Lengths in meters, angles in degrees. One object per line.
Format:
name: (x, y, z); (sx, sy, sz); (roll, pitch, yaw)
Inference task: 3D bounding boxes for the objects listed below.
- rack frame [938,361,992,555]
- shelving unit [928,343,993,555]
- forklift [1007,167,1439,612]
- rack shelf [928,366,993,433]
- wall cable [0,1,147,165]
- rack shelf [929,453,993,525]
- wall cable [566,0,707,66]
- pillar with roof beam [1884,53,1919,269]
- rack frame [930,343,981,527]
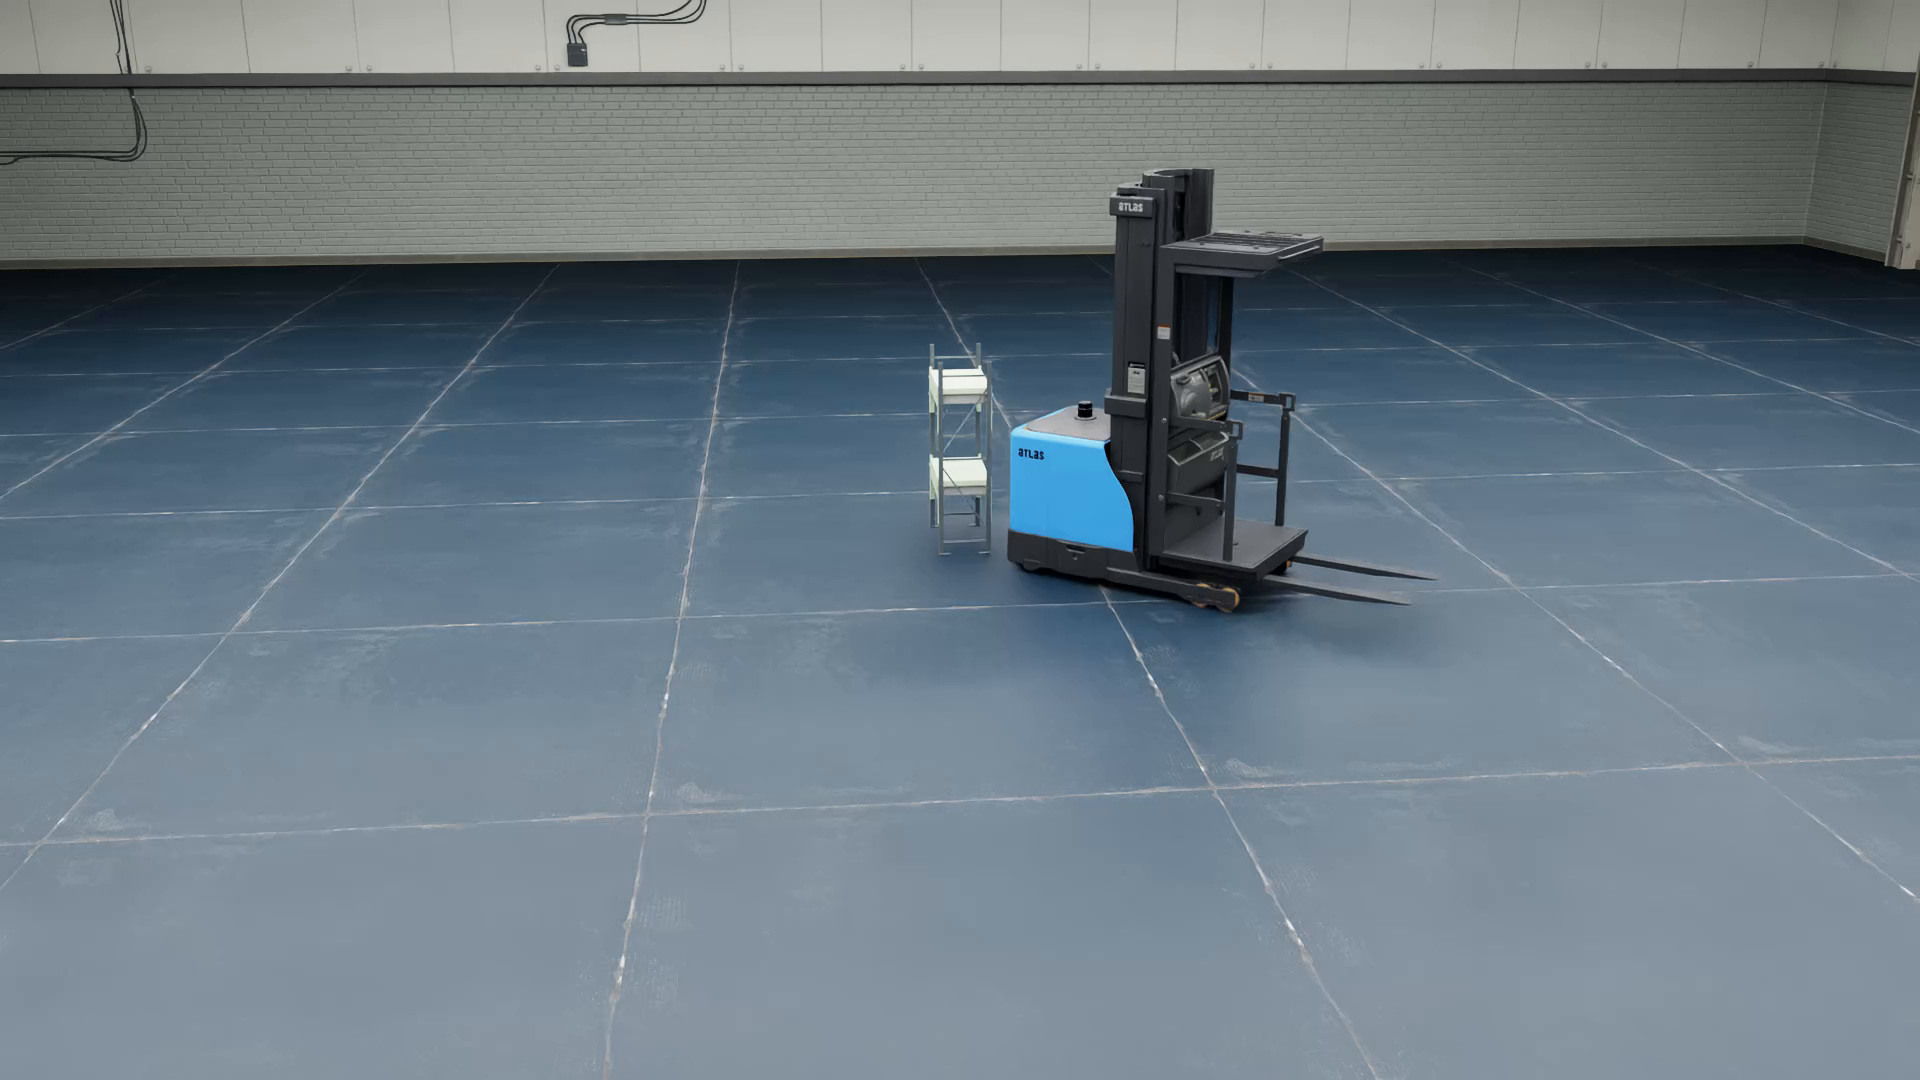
rack frame: (0.037, -0.609, 12.611); (0.400, 1.500, 0.023); (-2, 18, -6)
shelving unit: (-0.001, -0.718, 12.959); (0.431, 1.500, 0.755); (-2, 18, -6)
forklift: (1.882, -1.078, 11.718); (3.031, 2.935, 1.130); (10, 20, 30)
rack shelf: (-0.001, -1.090, 12.842); (0.431, 0.370, 0.720); (-2, 18, -6)
wall cable: (-14.717, -7.285, 26.541); (3.097, 2.526, 0.112); (-2, 18, -6)
rack shelf: (-0.001, -0.407, 13.056); (0.431, 0.370, 0.720); (-2, 18, -6)
wall cable: (-5.273, -10.677, 26.485); (2.305, 6.003, 0.169); (-2, 18, -6)
pillar with roof beam: (11.322, -8.688, 25.826); (9.100, 9.000, 0.400); (-2, 18, -6)
rack frame: (-0.038, -0.827, 13.306); (0.400, 1.500, 0.023); (-2, 18, -6)
